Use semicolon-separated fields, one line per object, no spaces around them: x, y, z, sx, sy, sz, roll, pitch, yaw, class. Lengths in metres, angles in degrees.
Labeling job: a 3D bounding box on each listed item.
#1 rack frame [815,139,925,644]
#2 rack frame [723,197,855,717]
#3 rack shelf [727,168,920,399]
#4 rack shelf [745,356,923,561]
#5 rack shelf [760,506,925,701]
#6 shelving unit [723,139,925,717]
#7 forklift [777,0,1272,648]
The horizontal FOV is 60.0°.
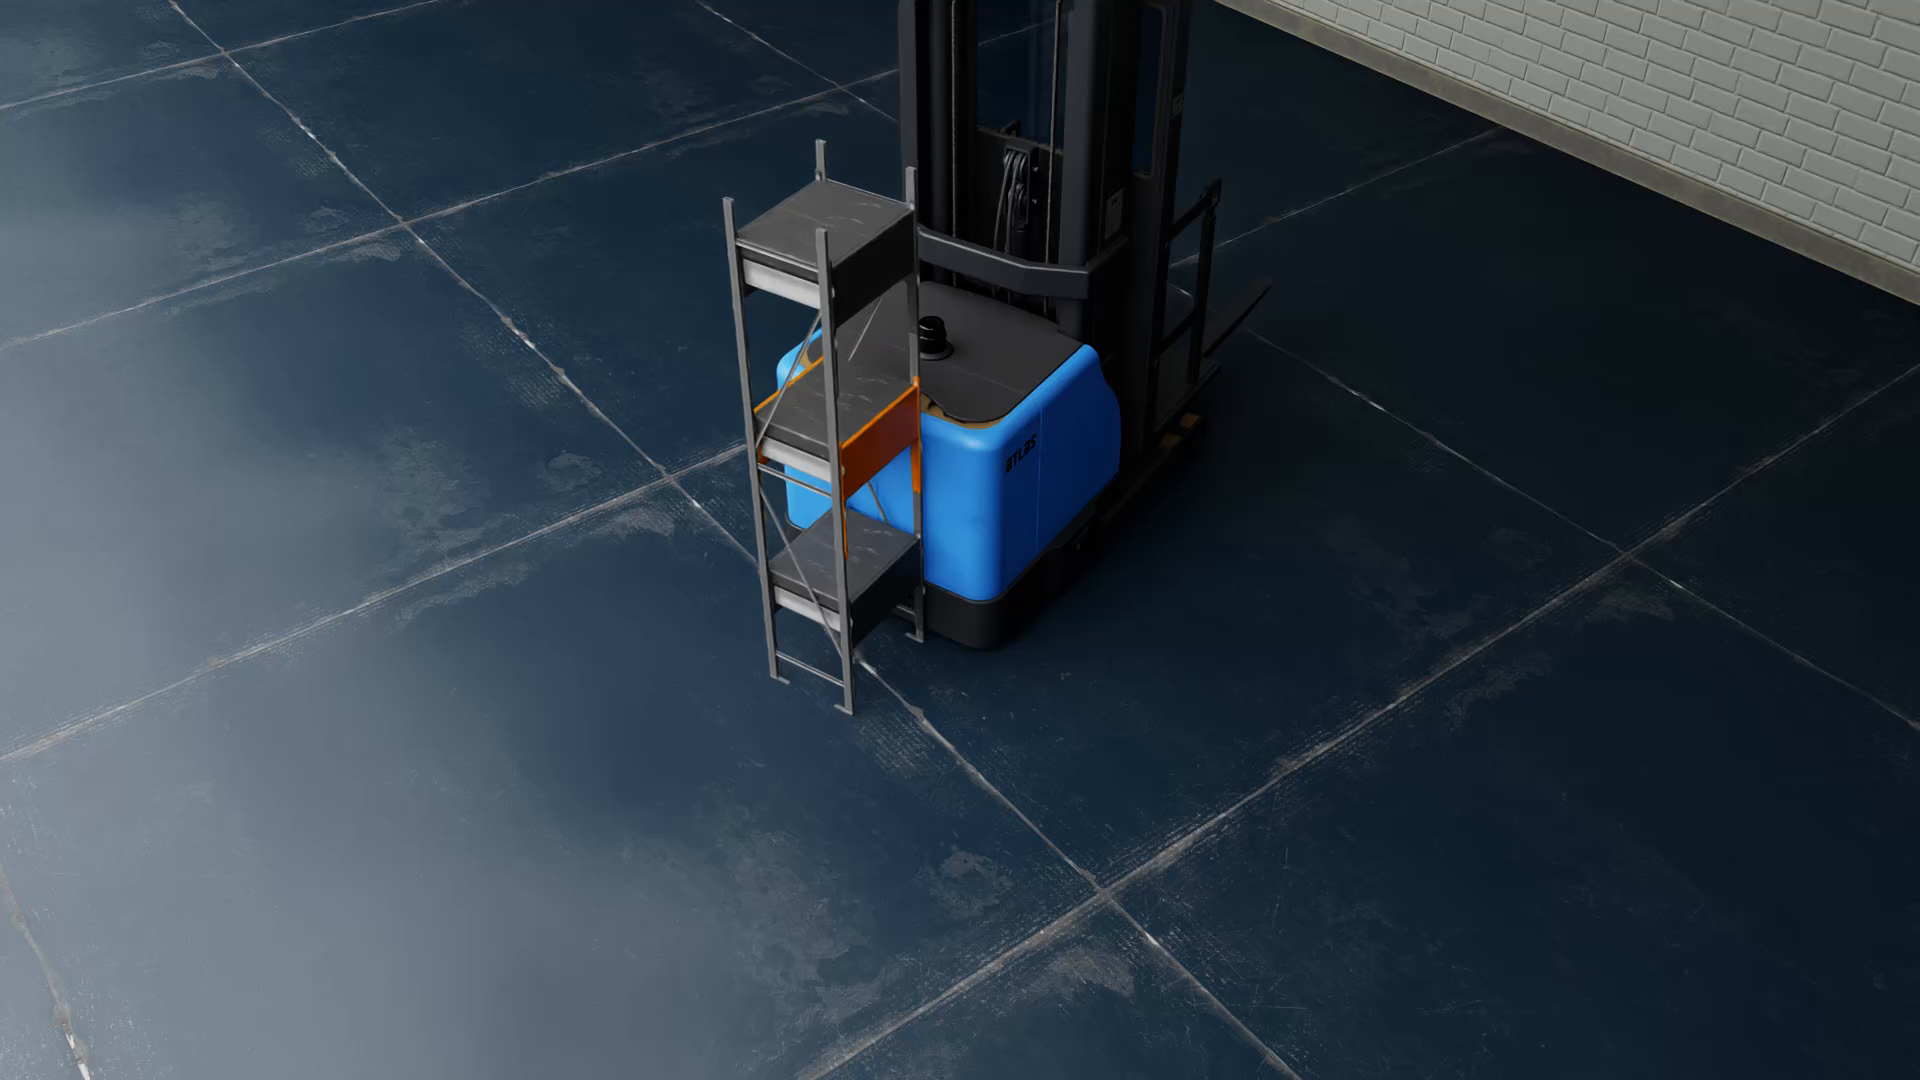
-0.313;-0.462;6.158;0.400;2.100;0.015;22;44;25;rack frame
-0.579;-0.203;5.841;0.400;2.100;0.015;22;44;25;rack frame
-0.446;-0.863;5.564;0.431;0.518;0.480;22;44;25;rack shelf
-0.446;-0.322;6.008;0.431;0.518;0.480;22;44;25;rack shelf
-0.446;0.219;6.452;0.431;0.518;0.480;22;44;25;rack shelf
-0.446;-0.333;6.000;0.431;2.100;0.503;22;44;25;shelving unit
0.498;-1.607;6.897;1.130;2.935;3.031;22;44;25;forklift
